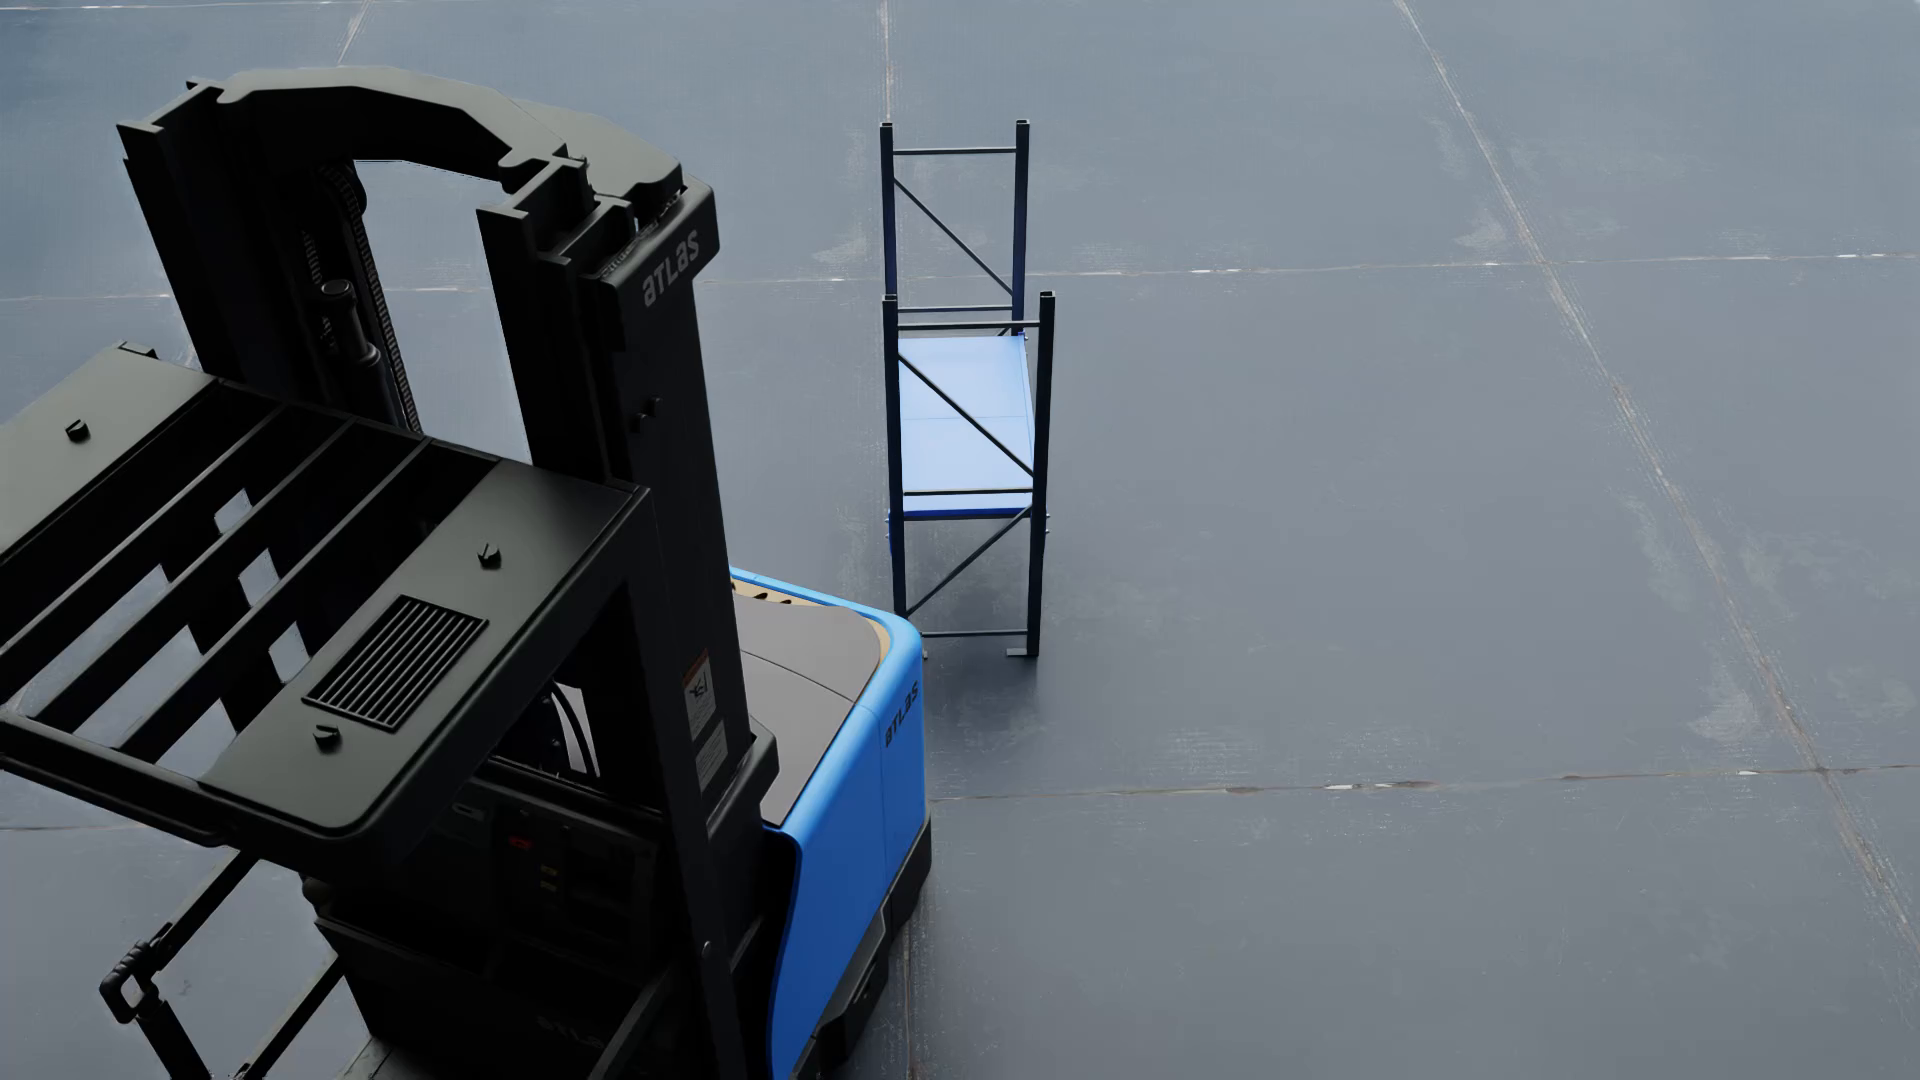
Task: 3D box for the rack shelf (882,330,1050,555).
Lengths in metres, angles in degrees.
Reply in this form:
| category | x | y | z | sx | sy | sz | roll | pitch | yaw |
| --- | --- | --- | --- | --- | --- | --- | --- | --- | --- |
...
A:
| category | x | y | z | sx | sy | sz | roll | pitch | yaw |
| --- | --- | --- | --- | --- | --- | --- | --- | --- | --- |
| rack shelf | 0.004 | -0.363 | 5.802 | 0.538 | 0.185 | 1.000 | -2 | 43 | -2 |

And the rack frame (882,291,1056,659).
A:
| category | x | y | z | sx | sy | sz | roll | pitch | yaw |
| --- | --- | --- | --- | --- | --- | --- | --- | --- | --- |
| rack frame | 0.025 | -0.152 | 5.306 | 0.500 | 1.500 | 0.032 | -2 | 43 | -2 |

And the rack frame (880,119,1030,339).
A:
| category | x | y | z | sx | sy | sz | roll | pitch | yaw |
| --- | --- | --- | --- | --- | --- | --- | --- | --- | --- |
| rack frame | -0.018 | -0.838 | 6.055 | 0.500 | 1.500 | 0.032 | -2 | 43 | -2 |

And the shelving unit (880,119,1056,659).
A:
| category | x | y | z | sx | sy | sz | roll | pitch | yaw |
| --- | --- | --- | --- | --- | --- | --- | --- | --- | --- |
| shelving unit | 0.004 | -0.495 | 5.680 | 0.538 | 1.500 | 1.048 | -2 | 43 | -2 |

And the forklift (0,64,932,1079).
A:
| category | x | y | z | sx | sy | sz | roll | pitch | yaw |
| --- | --- | --- | --- | --- | --- | --- | --- | --- | --- |
| forklift | -1.111 | 0.728 | 3.287 | 1.130 | 2.935 | 3.031 | 15 | 45 | 16 |
